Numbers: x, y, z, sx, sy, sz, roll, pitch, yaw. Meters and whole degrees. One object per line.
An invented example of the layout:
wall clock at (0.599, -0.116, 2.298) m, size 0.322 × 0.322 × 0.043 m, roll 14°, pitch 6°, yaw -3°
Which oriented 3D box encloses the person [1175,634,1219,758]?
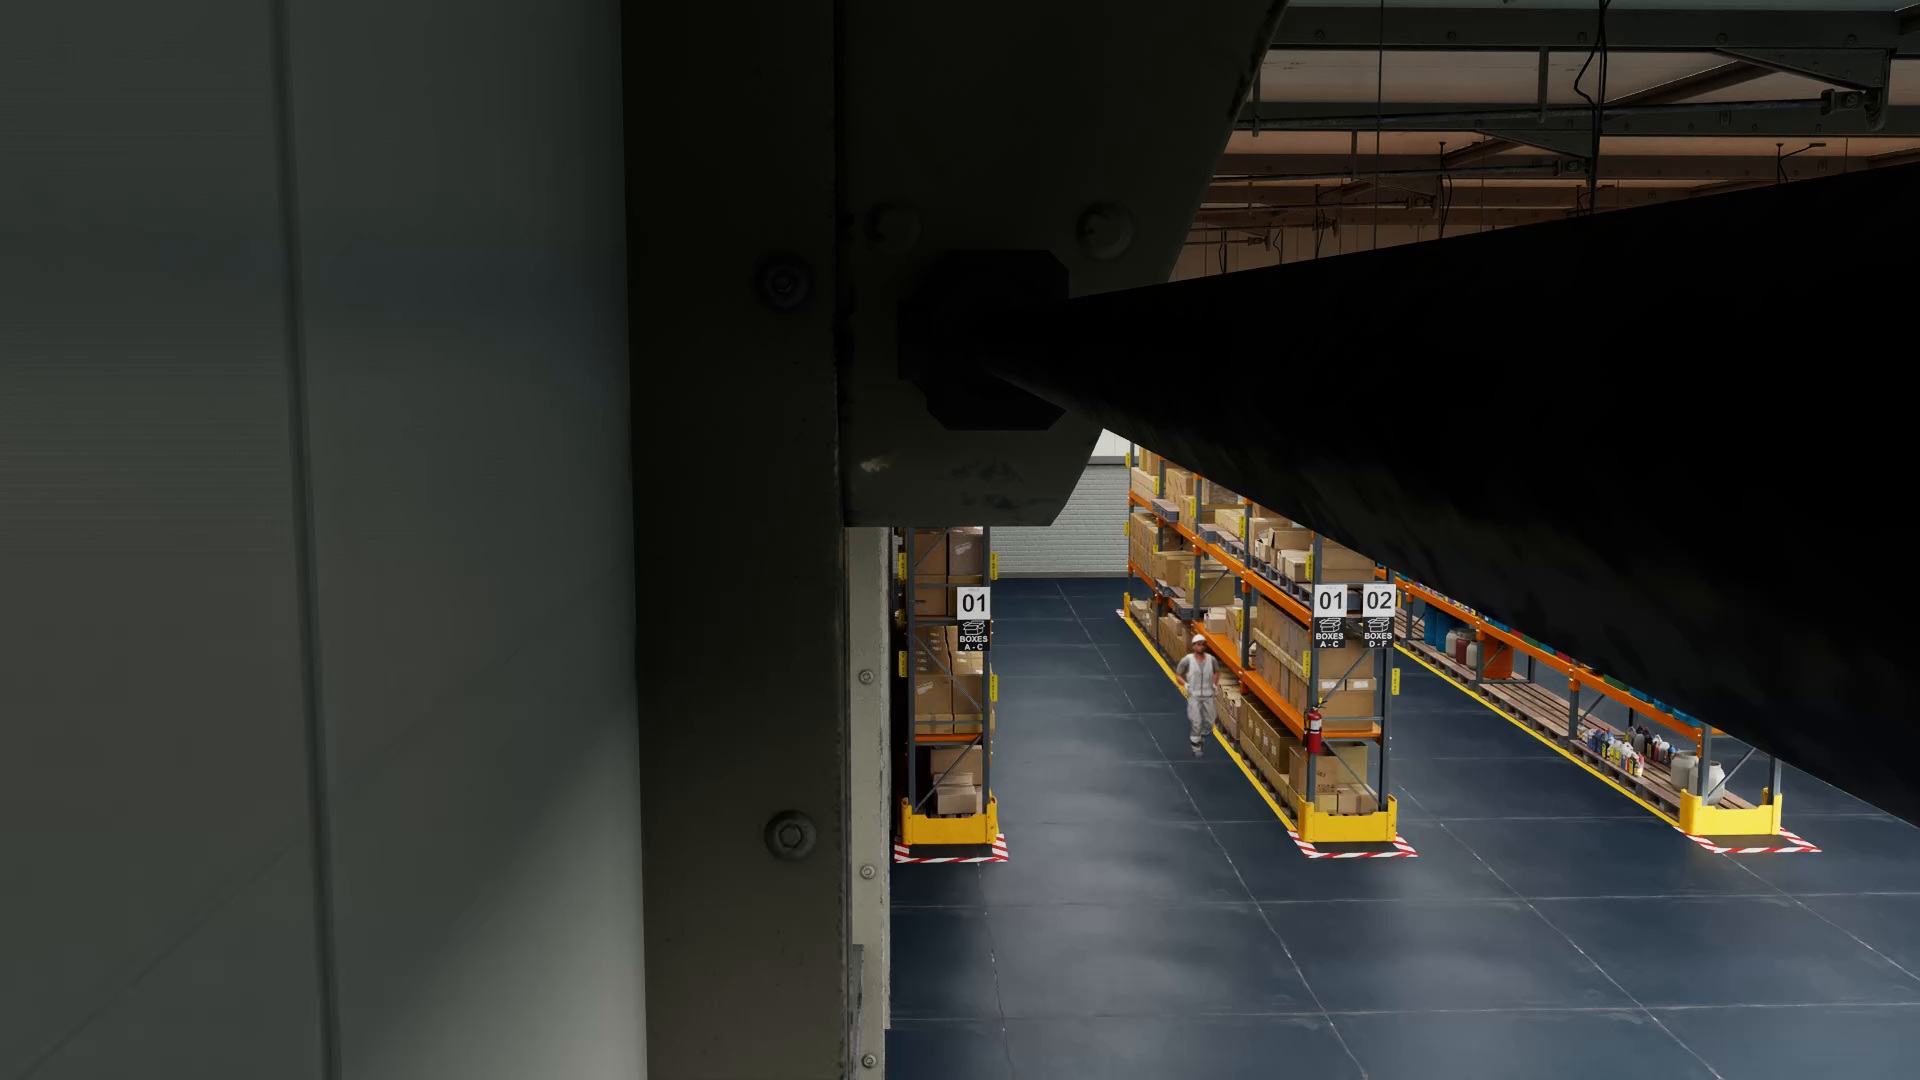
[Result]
person at (3.365, 2.195, 23.354) m, size 0.648 × 1.745 × 0.570 m, roll -1°, pitch 7°, yaw -8°
